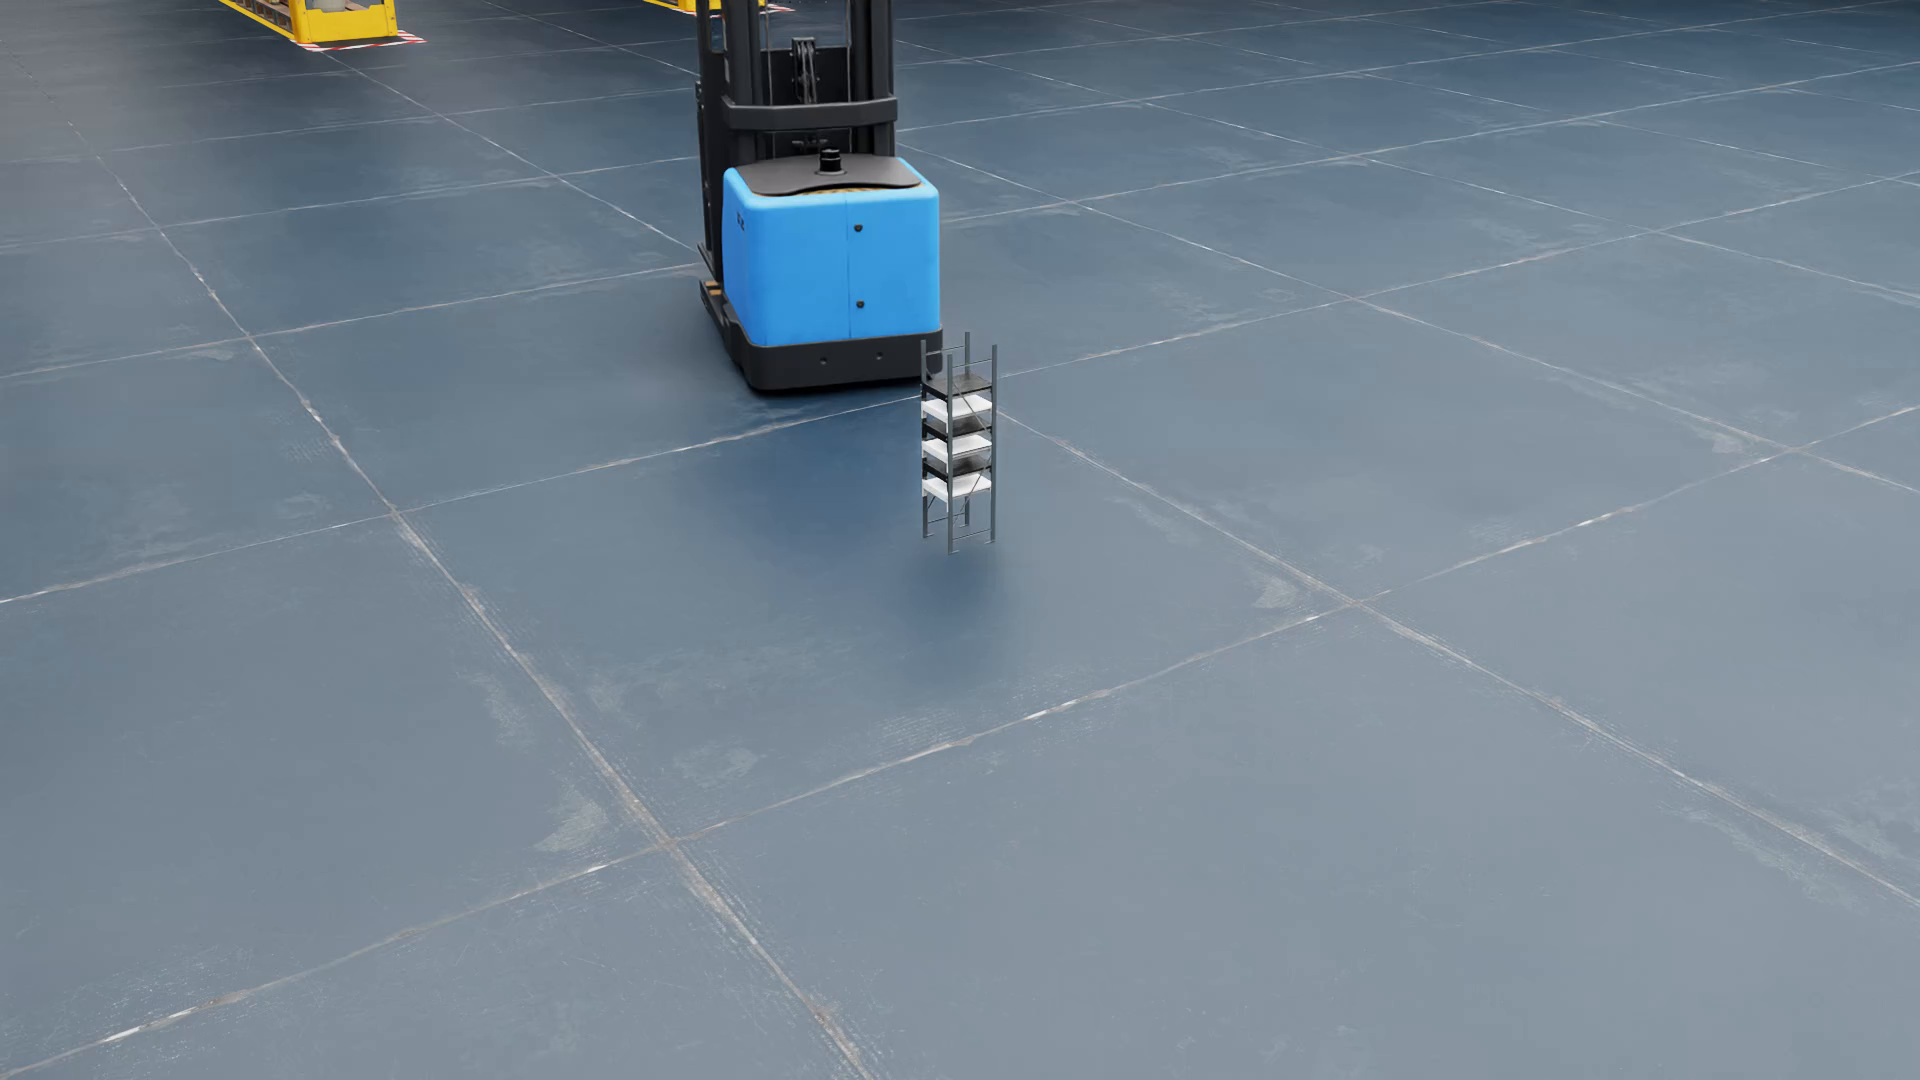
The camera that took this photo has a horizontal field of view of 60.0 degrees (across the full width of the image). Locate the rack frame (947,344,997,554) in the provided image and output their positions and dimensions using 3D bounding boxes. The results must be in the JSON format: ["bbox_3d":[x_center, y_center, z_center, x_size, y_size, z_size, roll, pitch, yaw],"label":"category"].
[{"bbox_3d":[0.051,-0.373,6.987,0.240,0.900,0.006,-16,29,-30],"label":"rack frame"}]

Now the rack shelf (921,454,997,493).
[{"bbox_3d":[-0.004,-0.298,7.117,0.258,0.077,0.200,-16,29,-30],"label":"rack shelf"}]

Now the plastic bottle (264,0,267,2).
[{"bbox_3d":[-8.908,-7.097,21.445,0.152,0.276,0.135,-16,30,-31],"label":"plastic bottle"}]

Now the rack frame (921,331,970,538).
[{"bbox_3d":[-0.060,-0.446,7.141,0.240,0.900,0.006,-16,29,-30],"label":"rack frame"}]

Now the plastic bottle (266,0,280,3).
[{"bbox_3d":[-8.832,-7.048,21.340,0.152,0.276,0.135,-15,29,-29],"label":"plastic bottle"}]

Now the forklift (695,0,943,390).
[{"bbox_3d":[-0.982,-2.721,9.581,1.130,2.935,3.031,-7,26,-14],"label":"forklift"}]

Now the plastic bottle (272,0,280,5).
[{"bbox_3d":[-8.718,-6.917,21.152,0.097,0.201,0.097,0,25,0],"label":"plastic bottle"}]

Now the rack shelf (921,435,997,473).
[{"bbox_3d":[-0.004,-0.380,7.078,0.258,0.077,0.200,-16,29,-30],"label":"rack shelf"}]

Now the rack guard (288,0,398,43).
[{"bbox_3d":[-7.429,-6.315,20.041,1.175,0.500,0.348,-16,29,-30],"label":"rack guard"}]

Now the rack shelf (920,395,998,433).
[{"bbox_3d":[-0.004,-0.542,7.001,0.258,0.077,0.200,-16,29,-30],"label":"rack shelf"}]

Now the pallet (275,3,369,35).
[{"bbox_3d":[-7.868,-6.476,20.721,1.003,0.211,1.213,-16,29,-30],"label":"pallet"}]

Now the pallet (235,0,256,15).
[{"bbox_3d":[-9.200,-7.349,22.570,1.003,0.211,1.213,-16,29,-30],"label":"pallet"}]

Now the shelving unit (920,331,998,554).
[{"bbox_3d":[-0.004,-0.410,7.064,0.258,0.900,0.210,-16,29,-30],"label":"shelving unit"}]

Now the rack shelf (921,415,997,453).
[{"bbox_3d":[-0.004,-0.461,7.040,0.258,0.077,0.200,-16,29,-30],"label":"rack shelf"}]

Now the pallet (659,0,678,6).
[{"bbox_3d":[-3.653,-7.648,23.204,1.003,0.211,1.213,-16,29,-30],"label":"pallet"}]

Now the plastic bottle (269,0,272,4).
[{"bbox_3d":[-8.797,-6.992,21.214,0.061,0.283,0.133,-15,29,-28],"label":"plastic bottle"}]

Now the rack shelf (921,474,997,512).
[{"bbox_3d":[-0.004,-0.217,7.155,0.258,0.077,0.200,-16,29,-30],"label":"rack shelf"}]

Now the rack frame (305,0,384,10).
[{"bbox_3d":[-7.348,-7.429,19.473,1.000,3.000,0.127,-16,29,-30],"label":"rack frame"}]

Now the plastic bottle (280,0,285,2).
[{"bbox_3d":[-8.743,-7.076,21.392,0.061,0.283,0.133,-16,29,-30],"label":"plastic bottle"}]

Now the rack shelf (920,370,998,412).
[{"bbox_3d":[-0.004,-0.624,6.963,0.258,0.077,0.200,-16,29,-30],"label":"rack shelf"}]

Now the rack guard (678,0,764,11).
[{"bbox_3d":[-3.239,-7.480,22.509,1.175,0.500,0.348,-16,29,-30],"label":"rack guard"}]

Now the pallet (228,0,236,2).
[{"bbox_3d":[-9.993,-7.871,23.675,1.003,0.211,1.213,-16,29,-30],"label":"pallet"}]

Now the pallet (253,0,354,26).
[{"bbox_3d":[-8.530,-6.912,21.644,1.003,0.211,1.213,-16,29,-30],"label":"pallet"}]

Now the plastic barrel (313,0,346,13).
[{"bbox_3d":[-7.771,-6.711,20.376,0.421,0.512,0.421,0,25,0],"label":"plastic barrel"}]
